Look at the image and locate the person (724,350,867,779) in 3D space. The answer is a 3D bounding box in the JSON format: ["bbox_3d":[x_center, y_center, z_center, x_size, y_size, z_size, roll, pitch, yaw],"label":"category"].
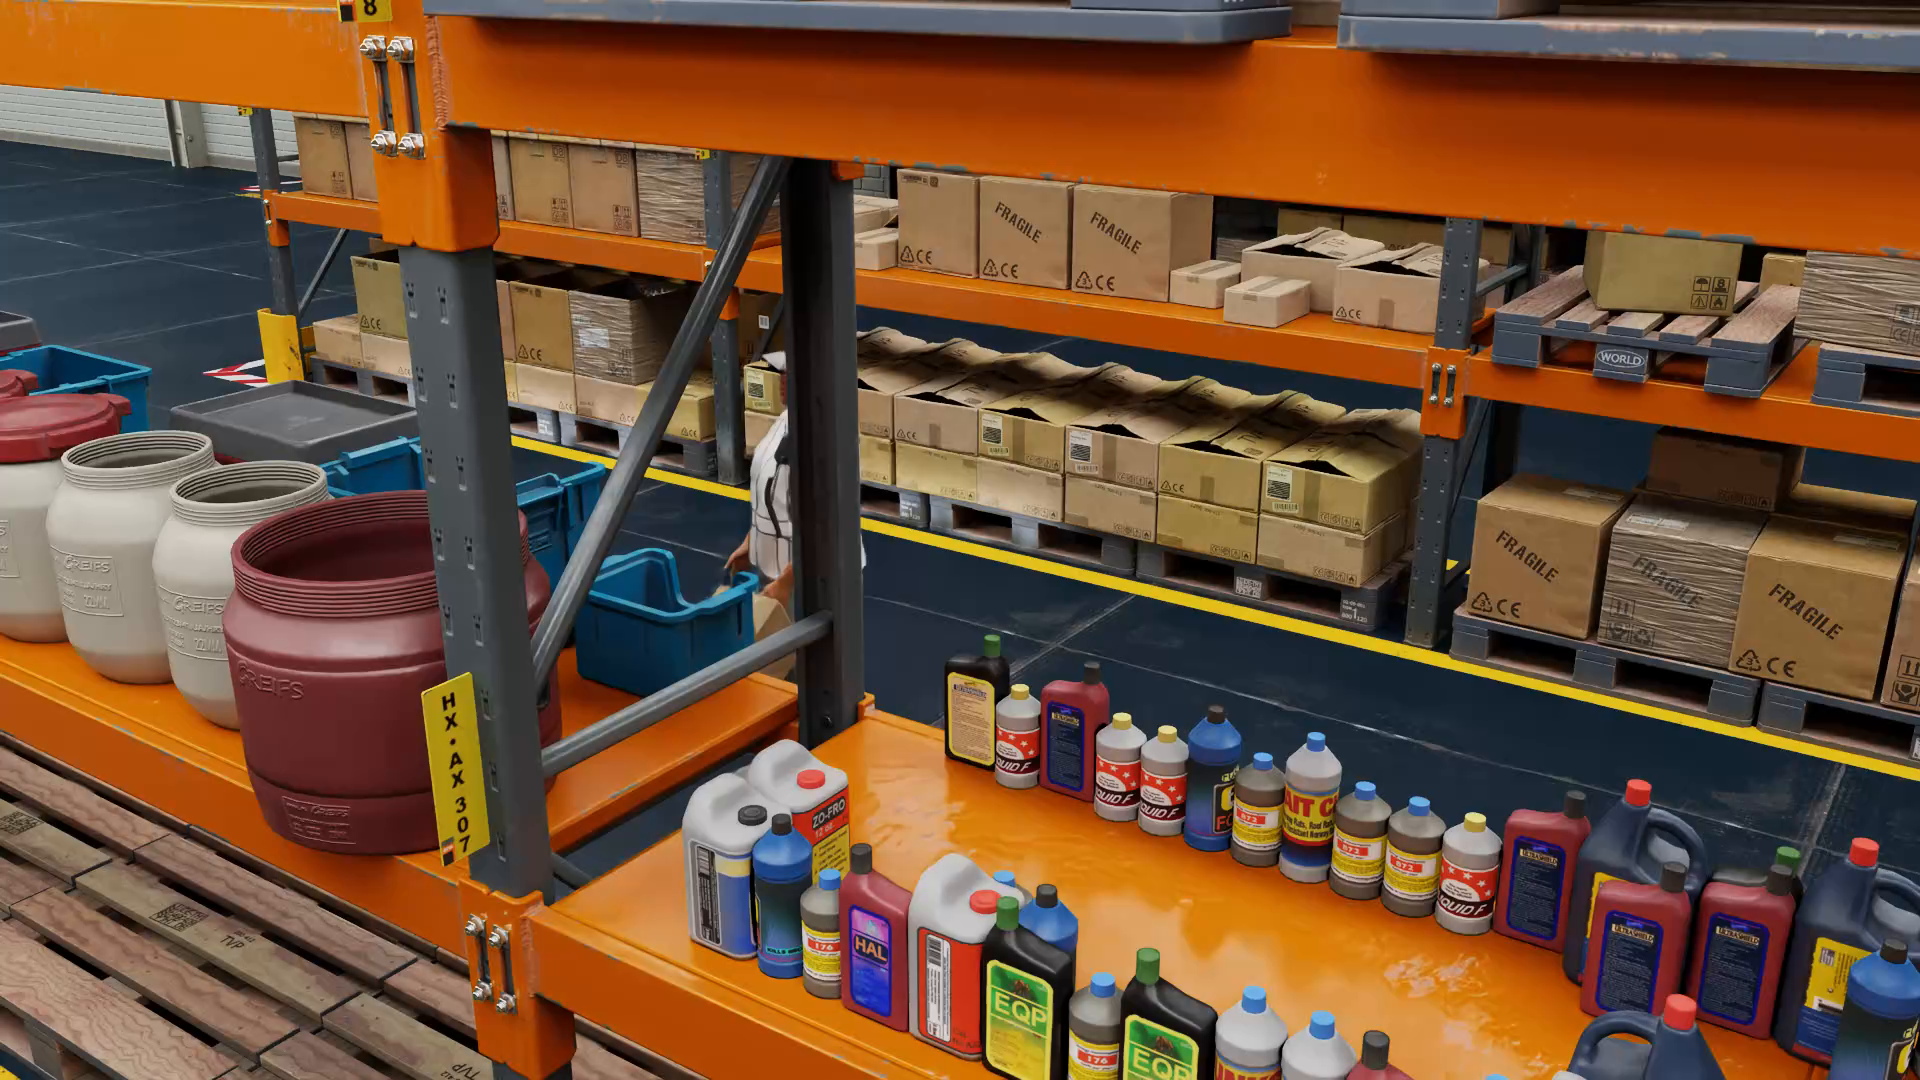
[{"bbox_3d":[-0.559,0.123,5.706,0.447,1.675,0.477,-9,22,-23],"label":"person"}]
